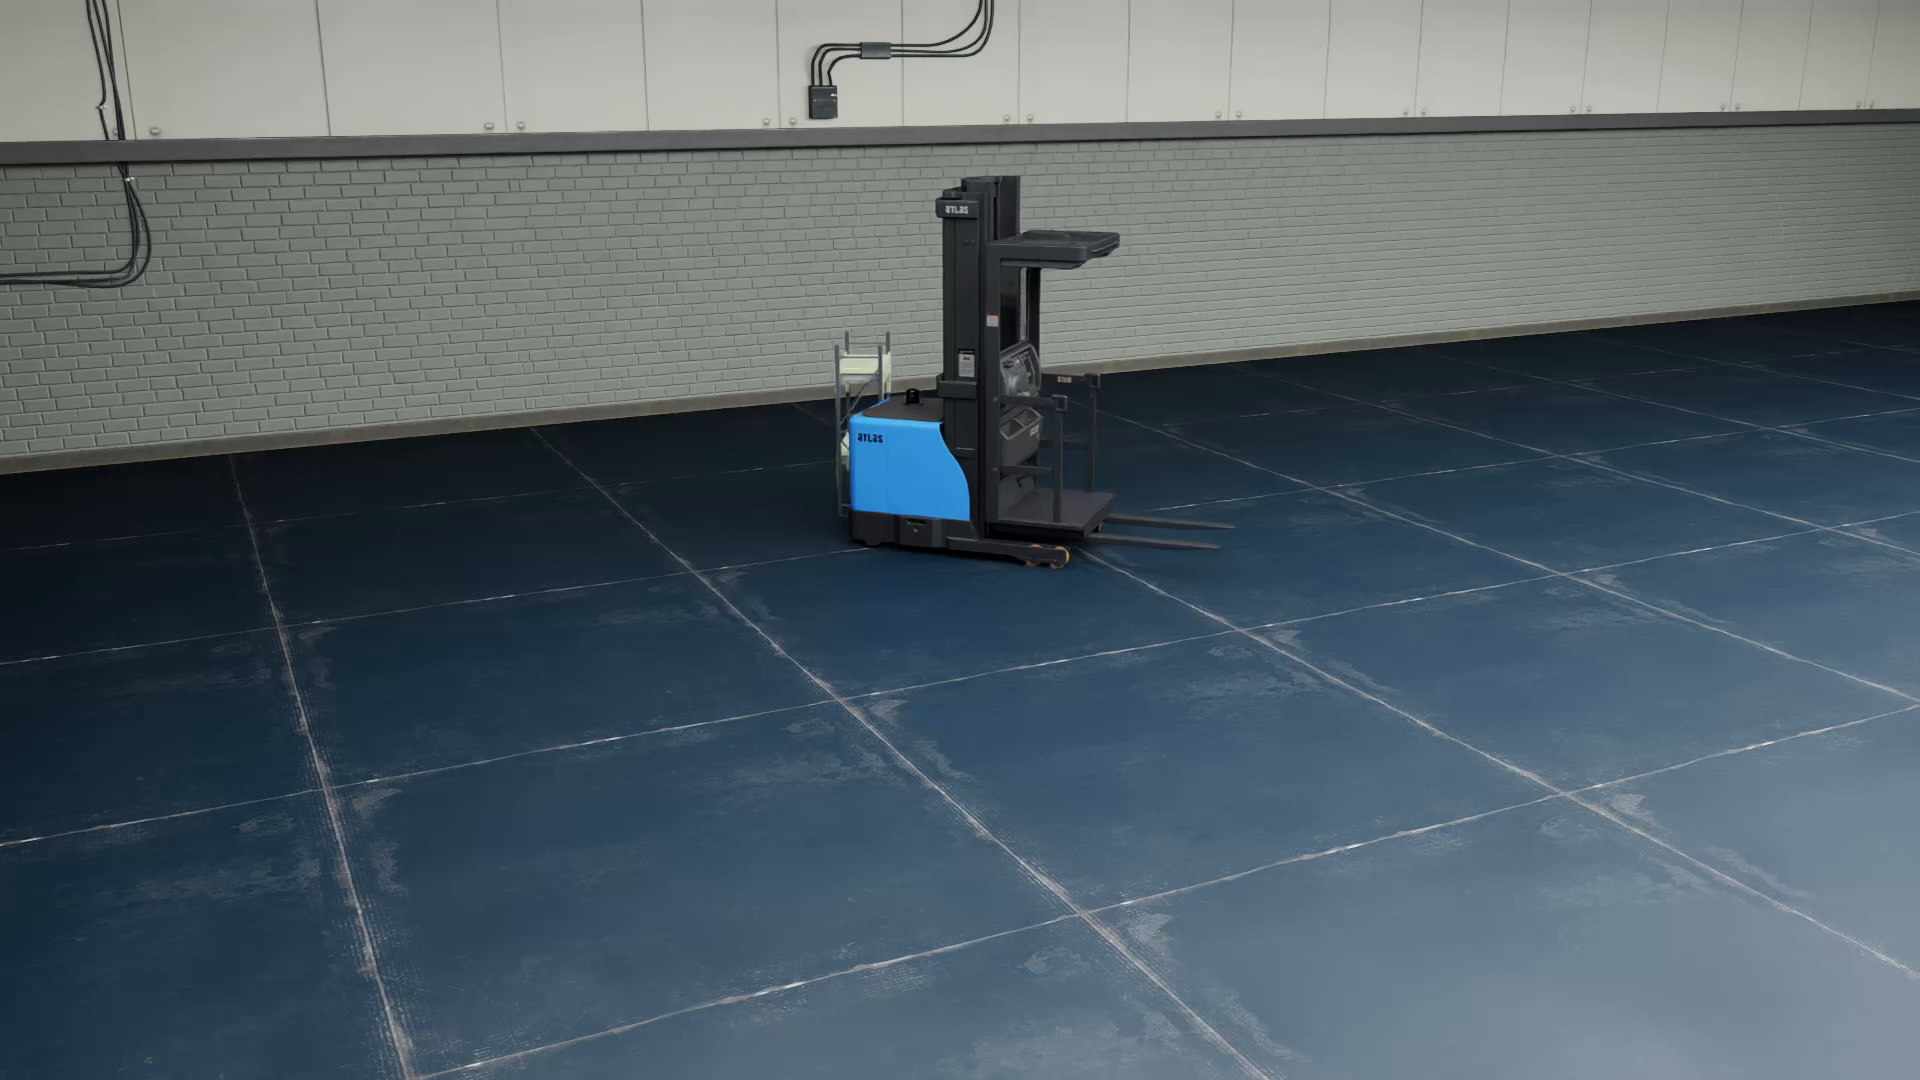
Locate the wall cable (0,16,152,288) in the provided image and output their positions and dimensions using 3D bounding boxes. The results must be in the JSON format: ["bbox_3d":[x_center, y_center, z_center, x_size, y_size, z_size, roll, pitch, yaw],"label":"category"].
[{"bbox_3d":[-9.163,-3.457,15.113,3.097,2.526,0.112,-8,18,-25],"label":"wall cable"}]

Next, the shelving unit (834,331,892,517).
[{"bbox_3d":[-0.840,-1.025,14.605,0.431,1.500,0.755,1,16,3],"label":"shelving unit"}]

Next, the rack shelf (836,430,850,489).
[{"bbox_3d":[-0.840,-0.712,14.695,0.431,0.370,0.720,1,16,3],"label":"rack shelf"}]

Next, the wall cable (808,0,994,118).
[{"bbox_3d":[-0.622,-7.728,18.199,2.305,6.003,0.169,-8,18,-25],"label":"wall cable"}]

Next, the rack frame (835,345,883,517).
[{"bbox_3d":[-0.858,-0.925,14.254,0.400,1.500,0.023,1,16,3],"label":"rack frame"}]

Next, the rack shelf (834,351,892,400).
[{"bbox_3d":[-0.840,-1.401,14.497,0.431,0.370,0.720,1,16,3],"label":"rack shelf"}]

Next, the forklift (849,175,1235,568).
[{"bbox_3d":[0.667,-1.354,13.154,3.031,2.935,1.130,5,17,18],"label":"forklift"}]

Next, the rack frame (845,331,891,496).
[{"bbox_3d":[-0.822,-1.126,14.956,0.400,1.500,0.023,1,16,3],"label":"rack frame"}]

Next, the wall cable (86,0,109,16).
[{"bbox_3d":[-6.731,-6.212,15.555,3.097,2.526,0.112,-8,18,-25],"label":"wall cable"}]
